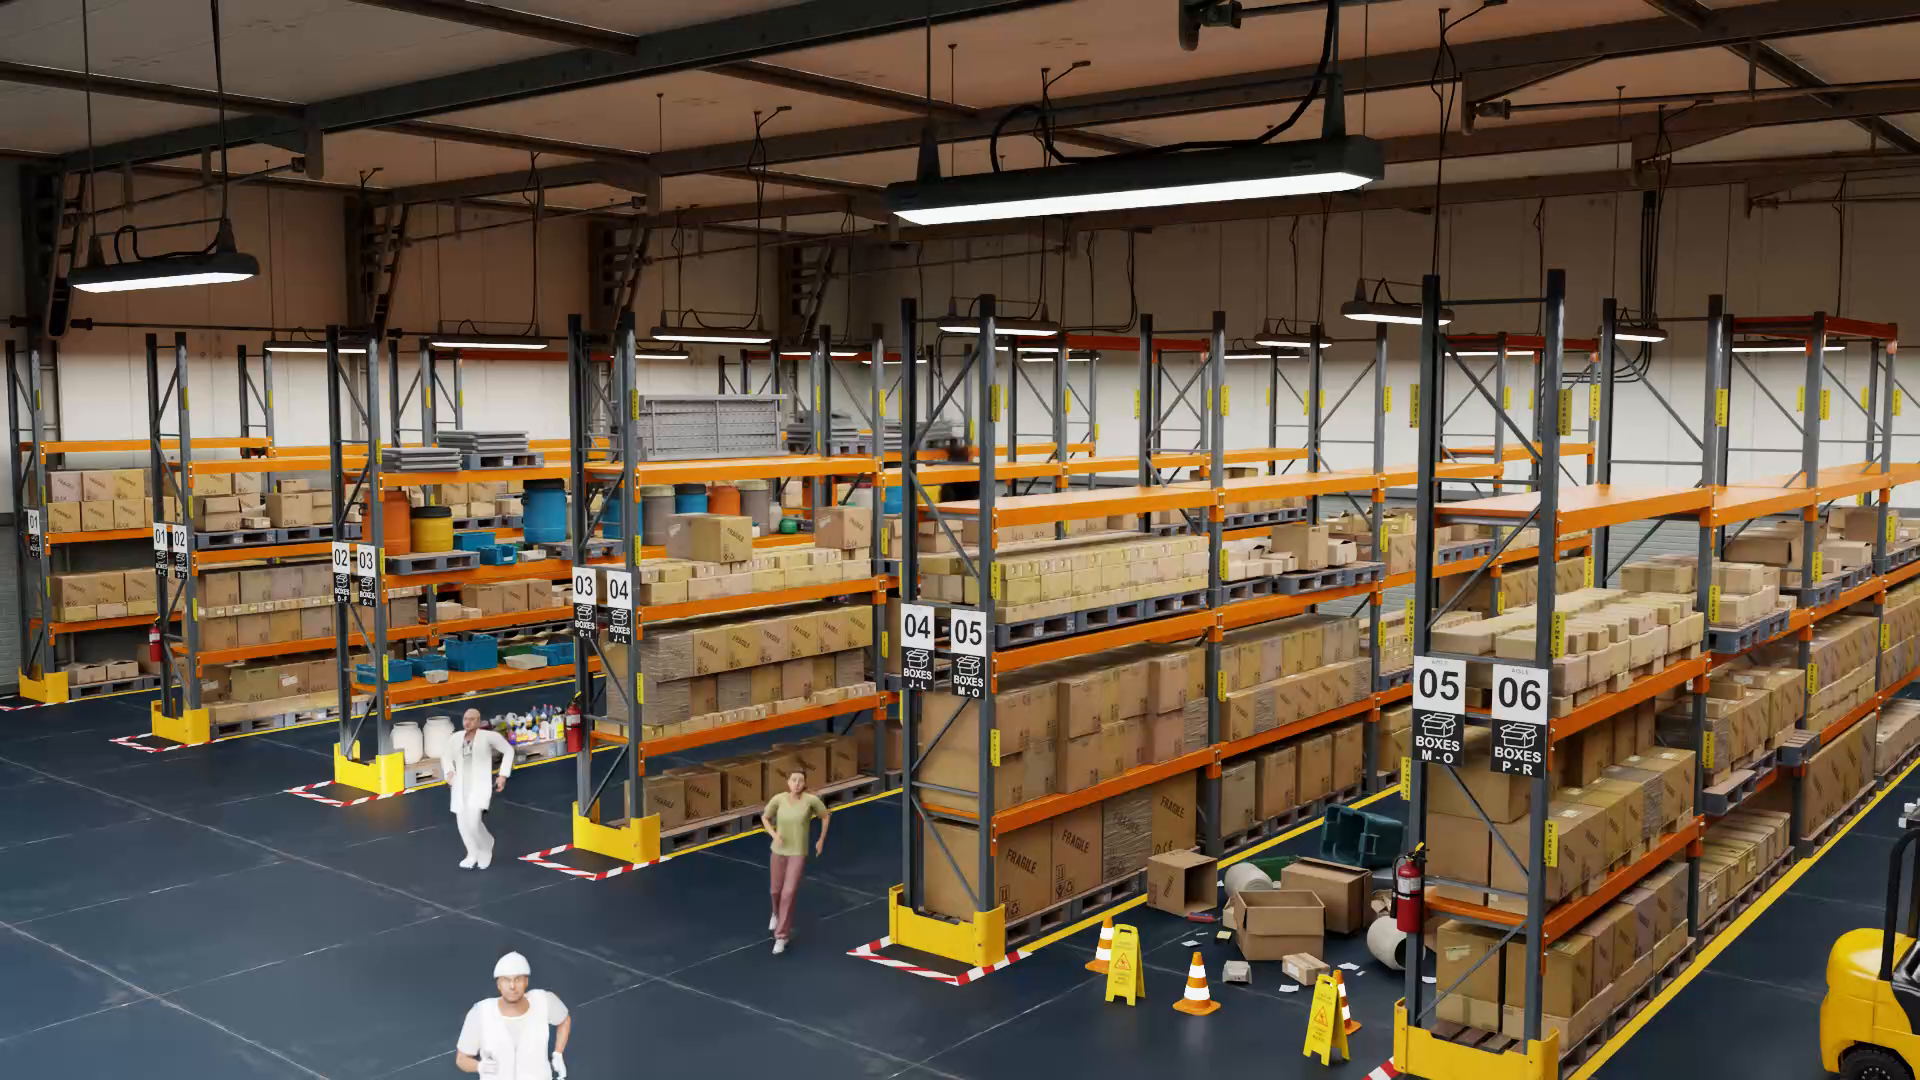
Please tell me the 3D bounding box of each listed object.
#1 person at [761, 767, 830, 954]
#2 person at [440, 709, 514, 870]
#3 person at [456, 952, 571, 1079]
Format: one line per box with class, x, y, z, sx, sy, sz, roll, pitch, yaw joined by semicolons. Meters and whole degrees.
person;-1.546;2.951;15.582;0.637;1.701;0.781;0;5;4
person;-5.232;2.691;17.874;0.746;1.766;0.654;1;5;8
person;-2.658;3.363;9.935;0.662;1.823;0.840;-1;5;-13
